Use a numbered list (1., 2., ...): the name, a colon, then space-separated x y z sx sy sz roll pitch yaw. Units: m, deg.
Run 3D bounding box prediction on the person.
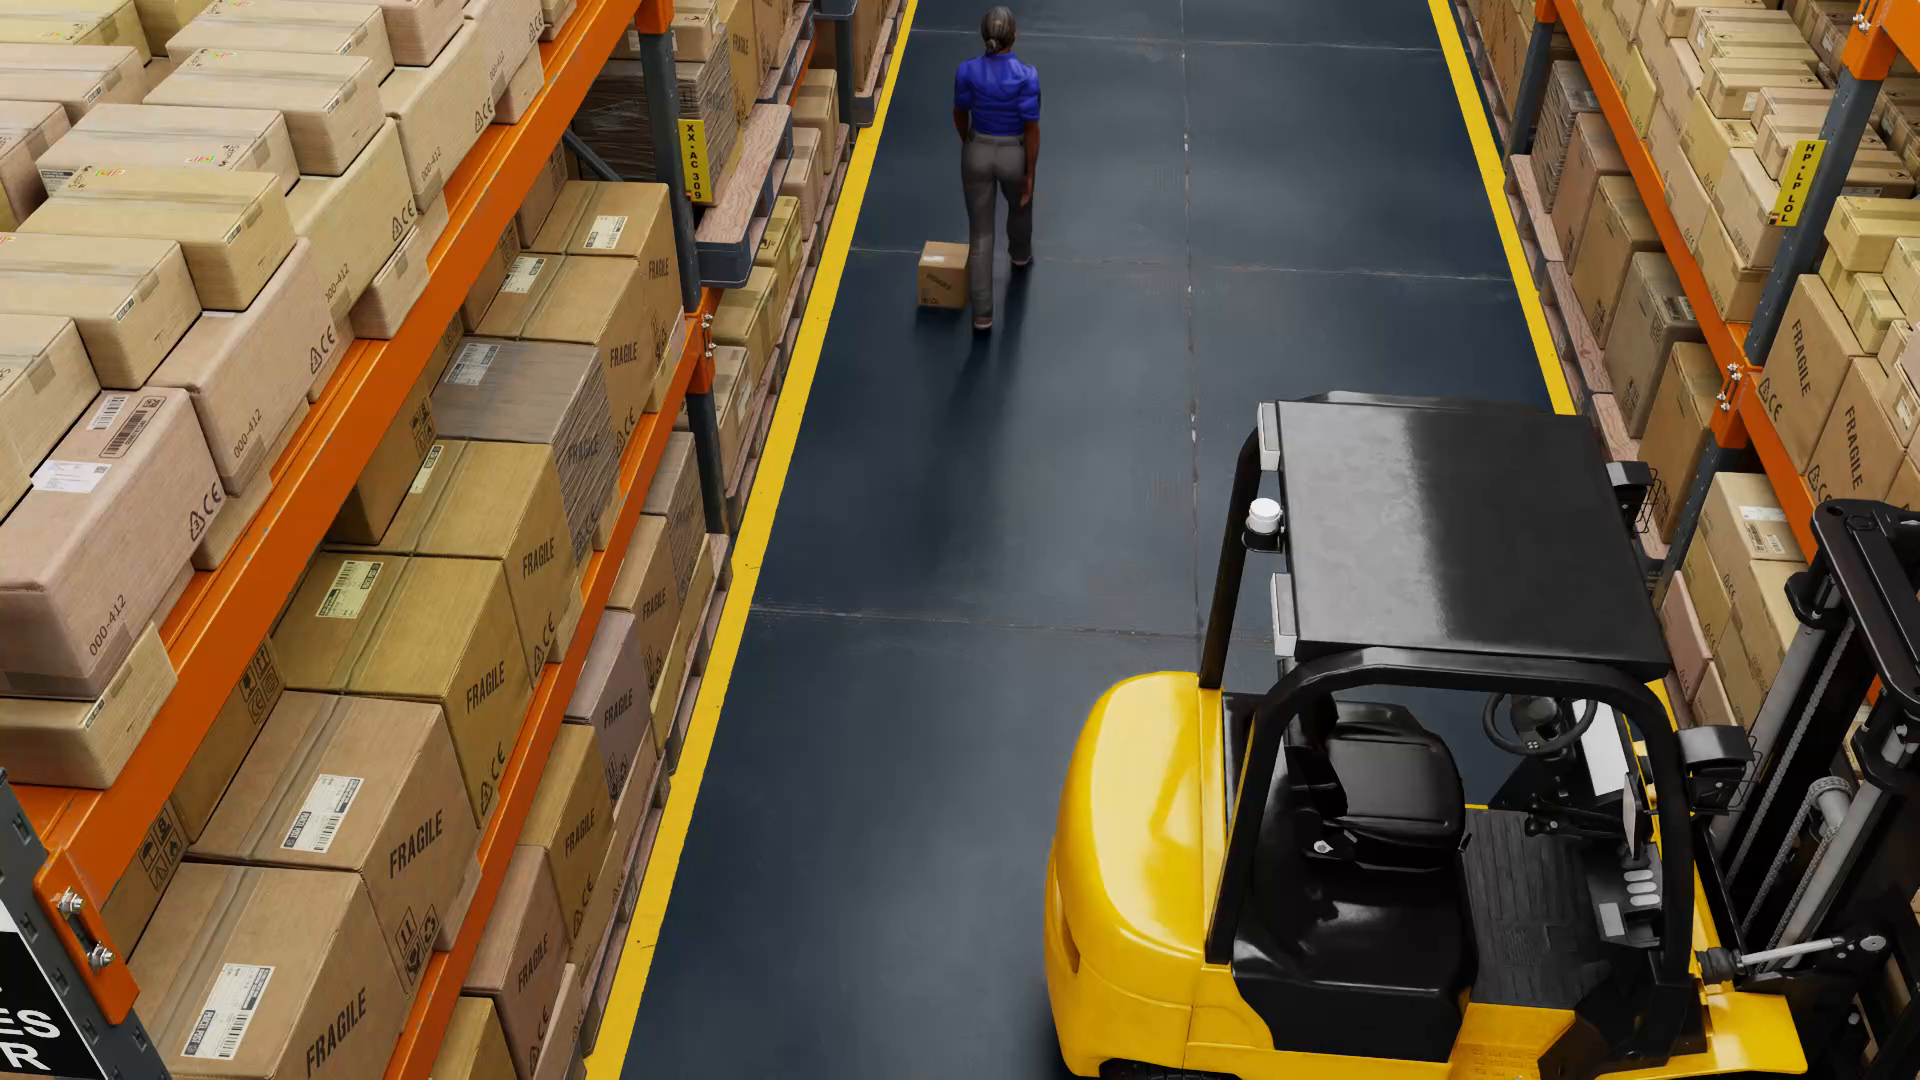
1. person: 0.192 -1.978 8.472 0.454 1.605 0.960 4 41 5
